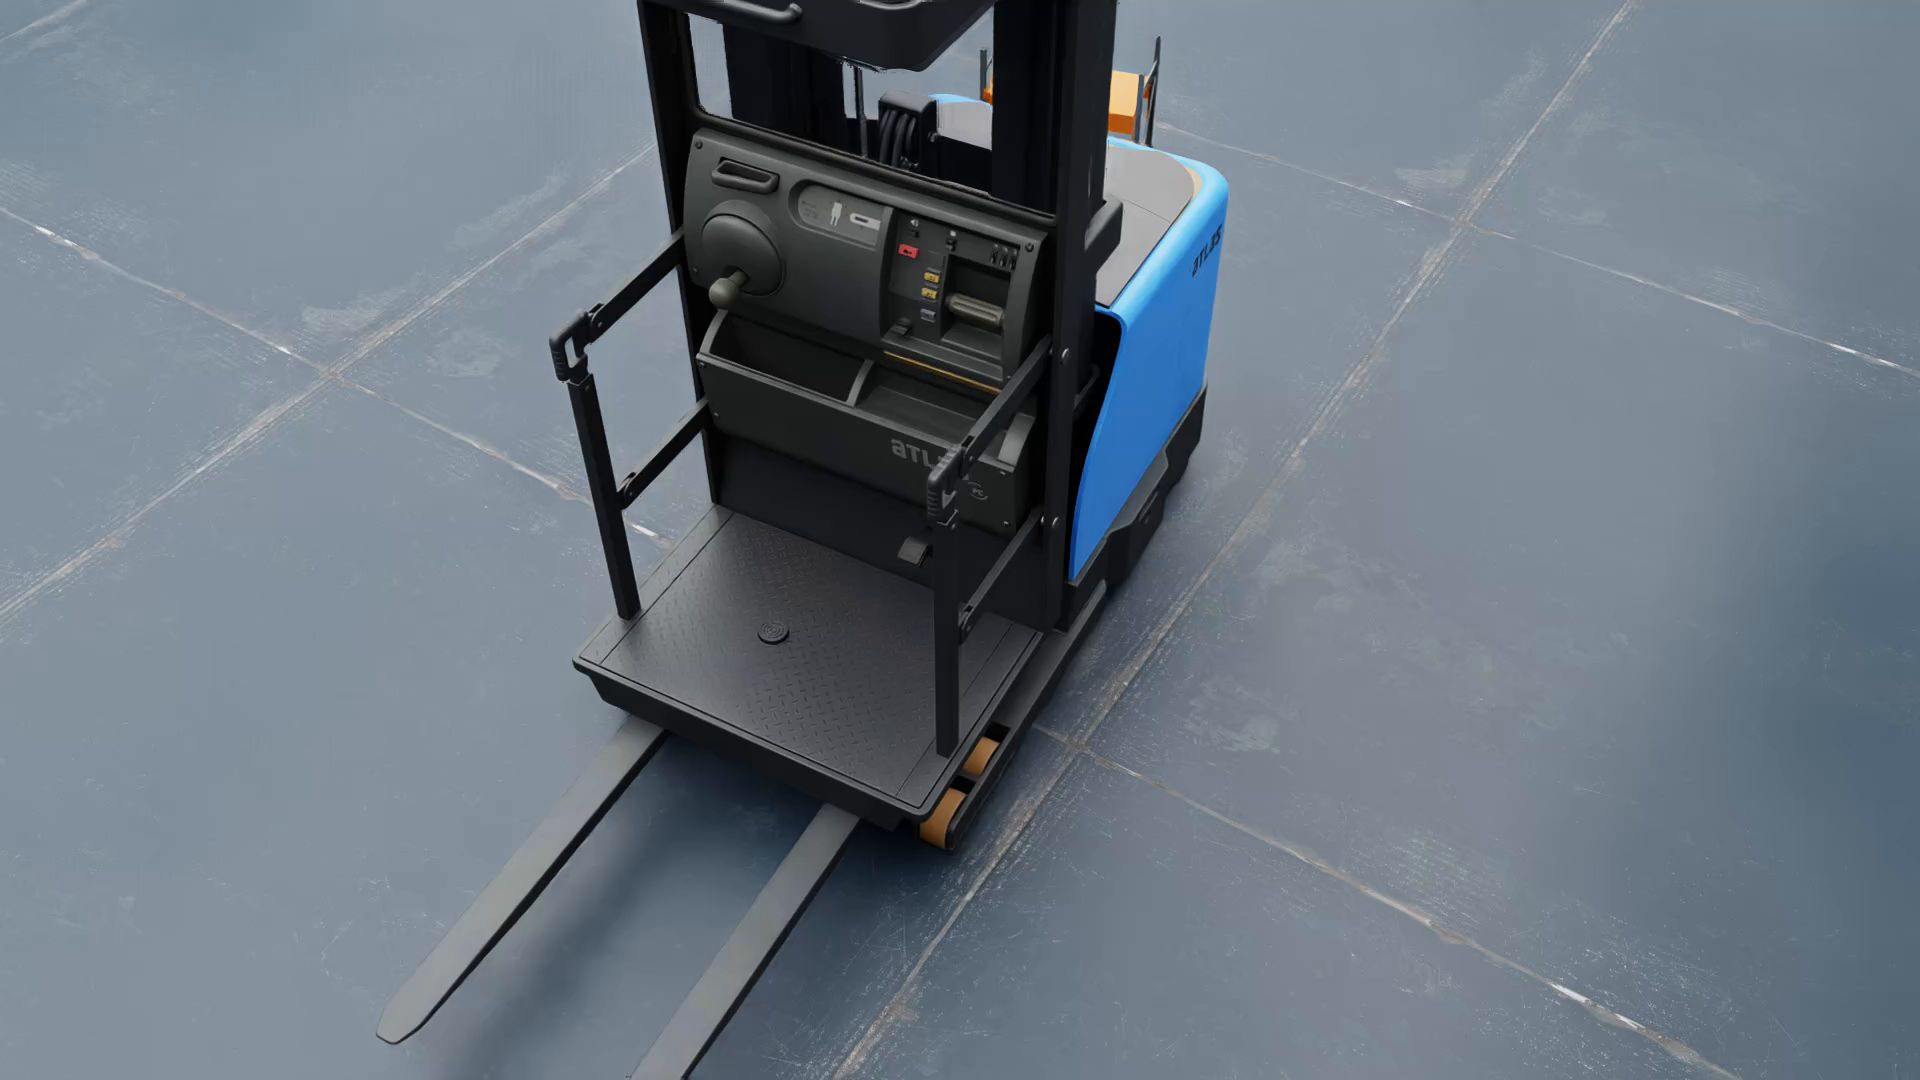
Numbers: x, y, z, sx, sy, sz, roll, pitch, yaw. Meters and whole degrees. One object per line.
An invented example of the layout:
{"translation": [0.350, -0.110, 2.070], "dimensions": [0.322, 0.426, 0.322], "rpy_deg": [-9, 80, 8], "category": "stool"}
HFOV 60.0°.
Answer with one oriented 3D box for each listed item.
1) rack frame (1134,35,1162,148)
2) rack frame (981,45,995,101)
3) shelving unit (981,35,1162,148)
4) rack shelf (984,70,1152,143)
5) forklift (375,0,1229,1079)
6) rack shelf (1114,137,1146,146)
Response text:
{"translation": [0.573, -1.039, 5.423], "dimensions": [0.015, 1.200, 0.240], "rpy_deg": [13, 47, 12], "category": "rack frame"}
{"translation": [0.108, -1.147, 5.528], "dimensions": [0.015, 1.200, 0.240], "rpy_deg": [13, 47, 12], "category": "rack frame"}
{"translation": [0.340, -1.093, 5.475], "dimensions": [0.503, 1.200, 0.258], "rpy_deg": [13, 47, 12], "category": "shelving unit"}
{"translation": [0.340, -1.367, 5.194], "dimensions": [0.480, 0.148, 0.258], "rpy_deg": [13, 47, 12], "category": "rack shelf"}
{"translation": [-0.344, -0.573, 3.763], "dimensions": [1.130, 2.935, 3.031], "rpy_deg": [21, 49, 19], "category": "forklift"}
{"translation": [0.340, -1.202, 5.363], "dimensions": [0.480, 0.148, 0.258], "rpy_deg": [13, 47, 12], "category": "rack shelf"}
